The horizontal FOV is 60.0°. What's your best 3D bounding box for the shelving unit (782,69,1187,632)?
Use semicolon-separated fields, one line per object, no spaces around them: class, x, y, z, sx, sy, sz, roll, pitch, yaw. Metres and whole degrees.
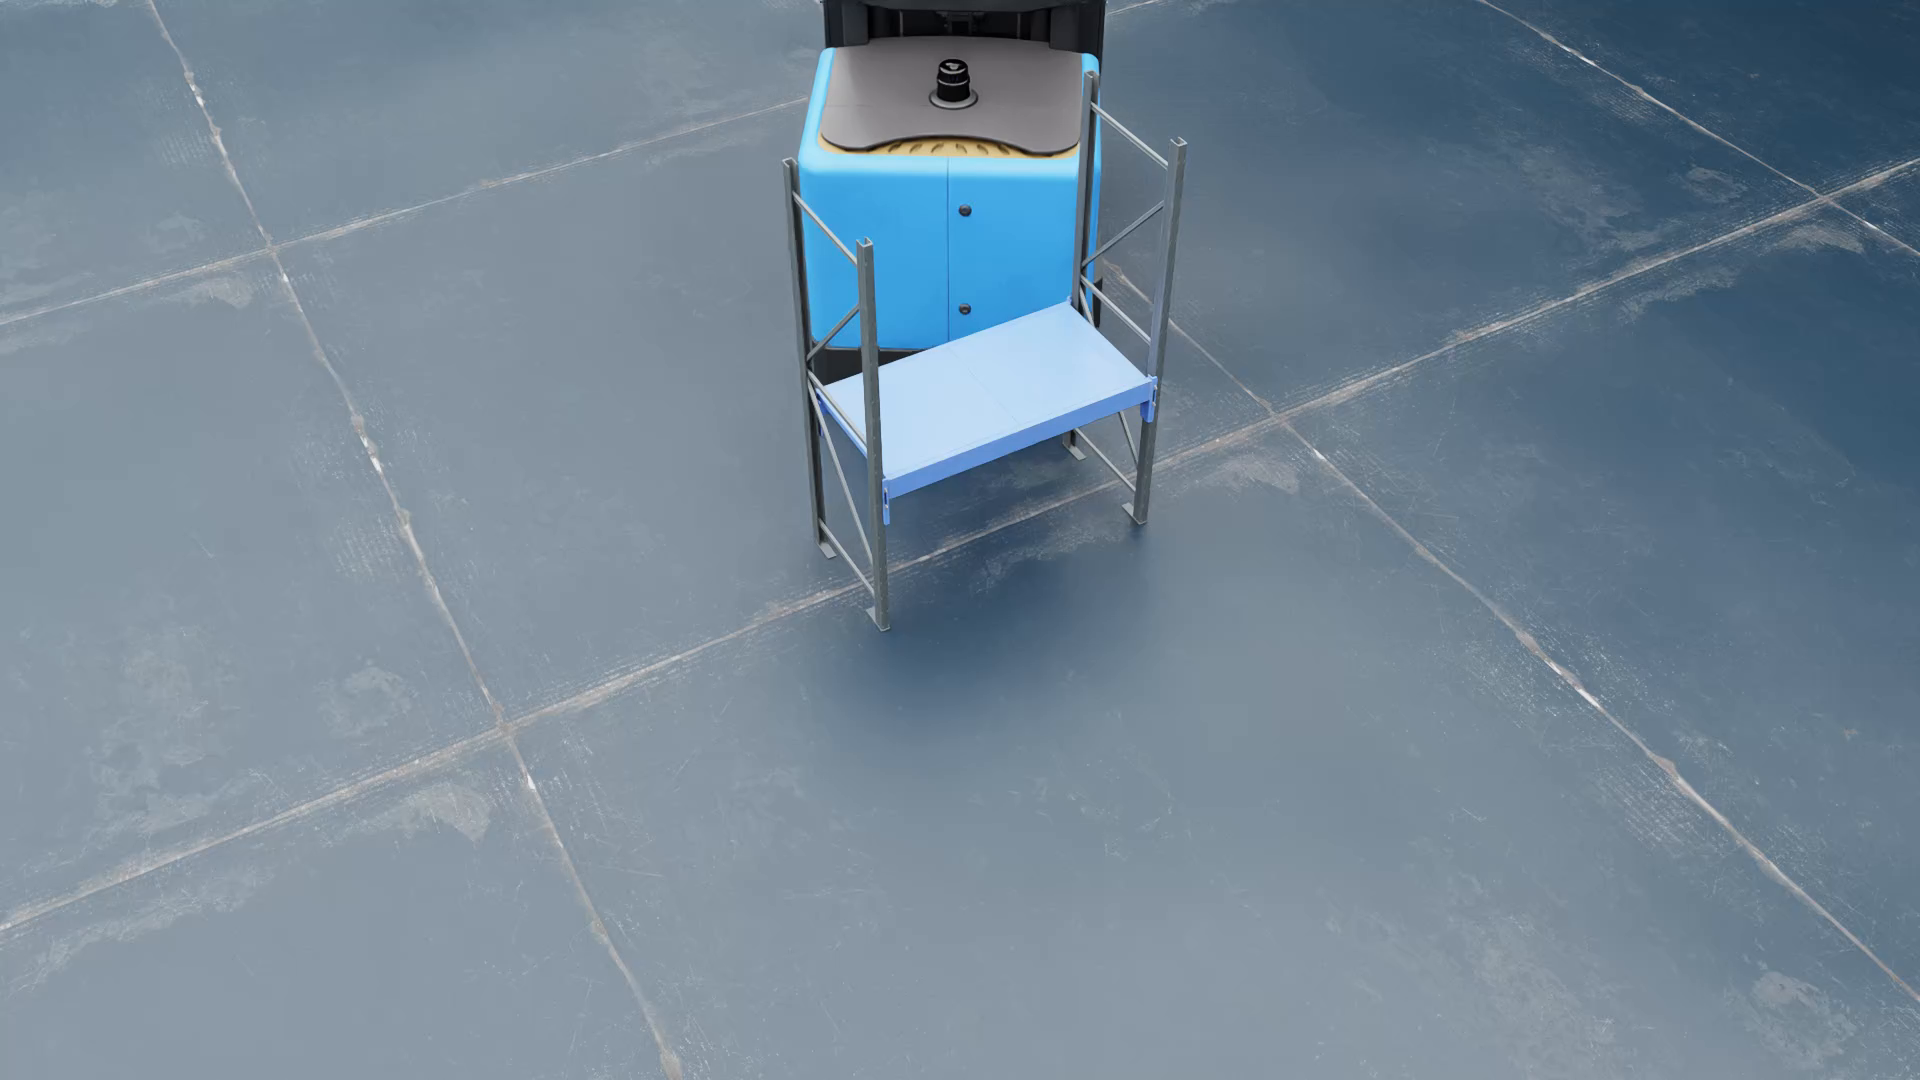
shelving unit;0.074;-0.568;5.258;1.048;1.500;0.538;-22;48;-21

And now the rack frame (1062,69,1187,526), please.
rack frame;0.515;-0.744;5.440;0.032;1.500;0.500;-22;48;-21

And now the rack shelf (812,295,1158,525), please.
rack shelf;0.074;-0.439;5.383;1.000;0.185;0.538;-22;48;-21

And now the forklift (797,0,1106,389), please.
forklift;0.028;-2.559;6.282;1.130;2.935;3.031;2;44;2

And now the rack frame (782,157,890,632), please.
rack frame;-0.367;-0.391;5.076;0.032;1.500;0.500;-22;48;-21
